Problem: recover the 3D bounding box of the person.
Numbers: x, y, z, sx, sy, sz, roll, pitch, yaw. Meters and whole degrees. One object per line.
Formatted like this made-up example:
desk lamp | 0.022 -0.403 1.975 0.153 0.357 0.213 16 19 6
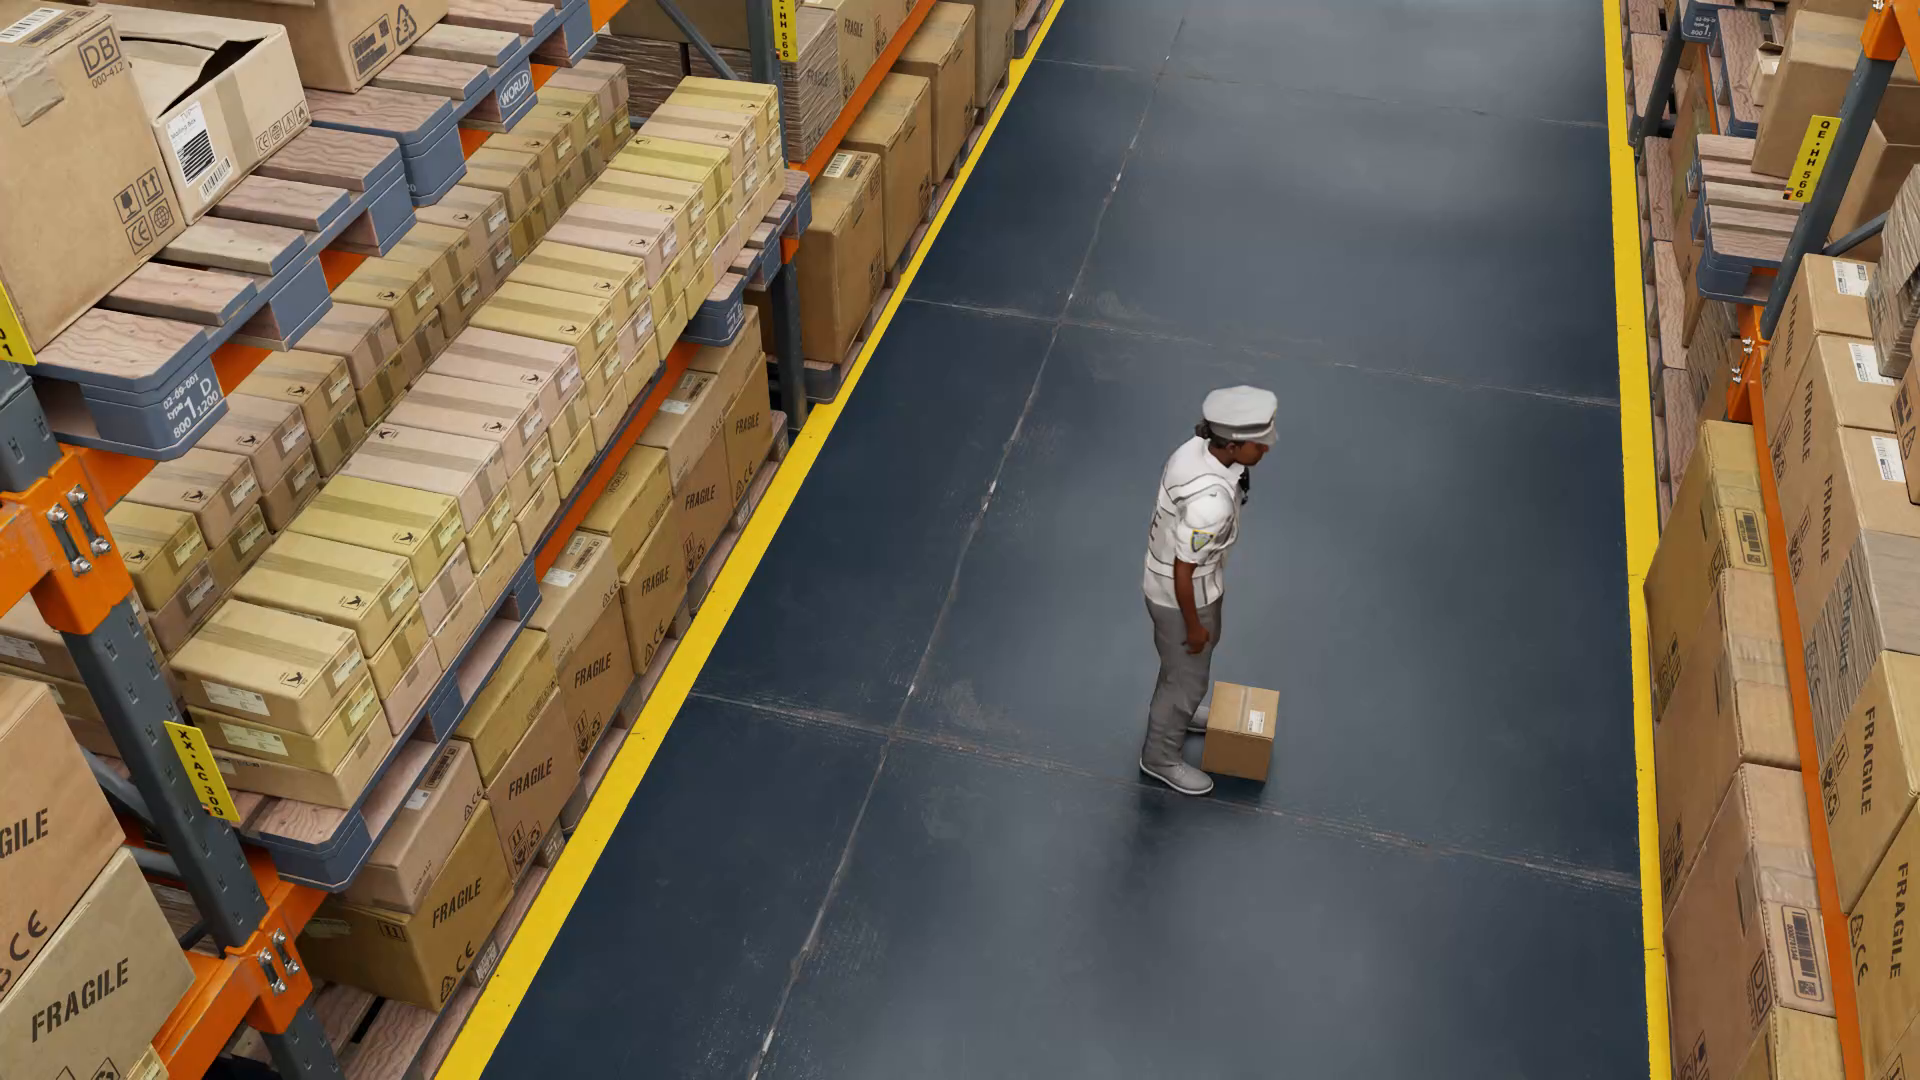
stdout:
person | 0.851 0.172 5.964 0.400 1.657 0.516 9 42 11
